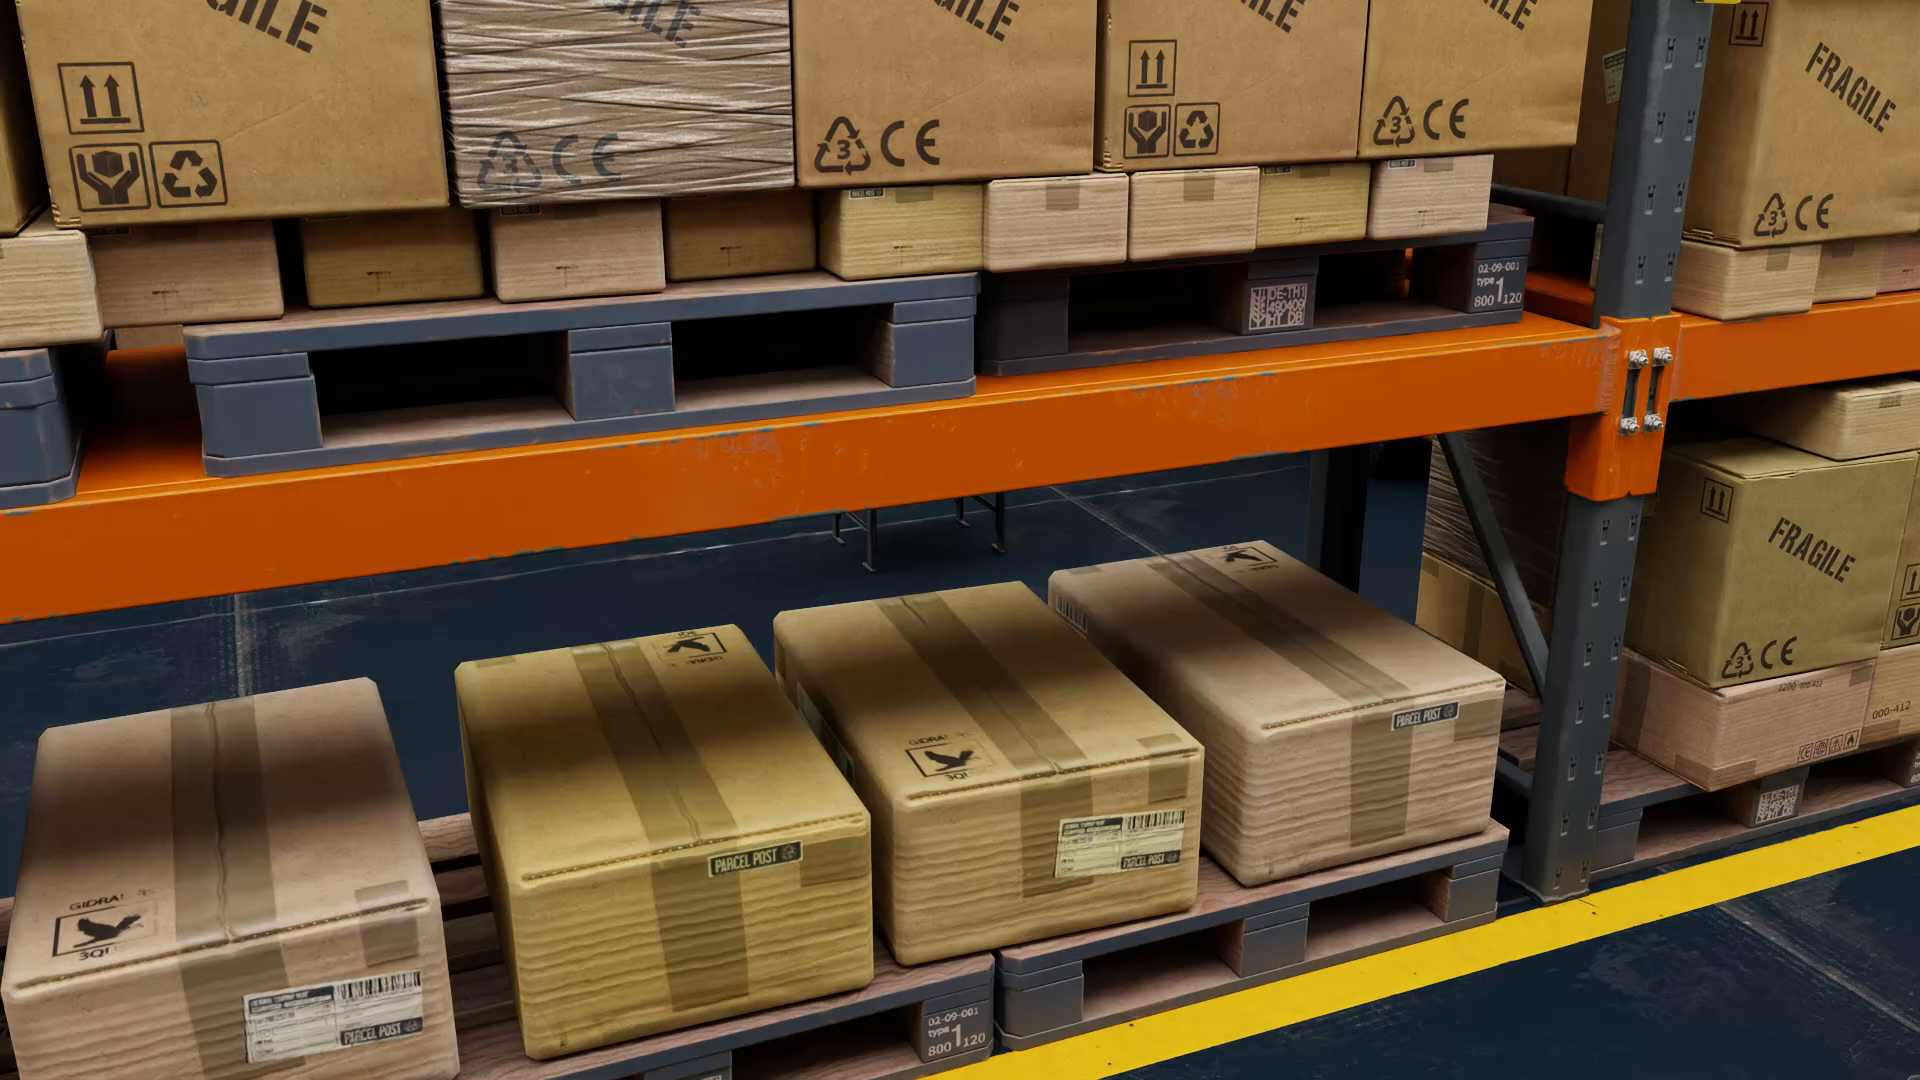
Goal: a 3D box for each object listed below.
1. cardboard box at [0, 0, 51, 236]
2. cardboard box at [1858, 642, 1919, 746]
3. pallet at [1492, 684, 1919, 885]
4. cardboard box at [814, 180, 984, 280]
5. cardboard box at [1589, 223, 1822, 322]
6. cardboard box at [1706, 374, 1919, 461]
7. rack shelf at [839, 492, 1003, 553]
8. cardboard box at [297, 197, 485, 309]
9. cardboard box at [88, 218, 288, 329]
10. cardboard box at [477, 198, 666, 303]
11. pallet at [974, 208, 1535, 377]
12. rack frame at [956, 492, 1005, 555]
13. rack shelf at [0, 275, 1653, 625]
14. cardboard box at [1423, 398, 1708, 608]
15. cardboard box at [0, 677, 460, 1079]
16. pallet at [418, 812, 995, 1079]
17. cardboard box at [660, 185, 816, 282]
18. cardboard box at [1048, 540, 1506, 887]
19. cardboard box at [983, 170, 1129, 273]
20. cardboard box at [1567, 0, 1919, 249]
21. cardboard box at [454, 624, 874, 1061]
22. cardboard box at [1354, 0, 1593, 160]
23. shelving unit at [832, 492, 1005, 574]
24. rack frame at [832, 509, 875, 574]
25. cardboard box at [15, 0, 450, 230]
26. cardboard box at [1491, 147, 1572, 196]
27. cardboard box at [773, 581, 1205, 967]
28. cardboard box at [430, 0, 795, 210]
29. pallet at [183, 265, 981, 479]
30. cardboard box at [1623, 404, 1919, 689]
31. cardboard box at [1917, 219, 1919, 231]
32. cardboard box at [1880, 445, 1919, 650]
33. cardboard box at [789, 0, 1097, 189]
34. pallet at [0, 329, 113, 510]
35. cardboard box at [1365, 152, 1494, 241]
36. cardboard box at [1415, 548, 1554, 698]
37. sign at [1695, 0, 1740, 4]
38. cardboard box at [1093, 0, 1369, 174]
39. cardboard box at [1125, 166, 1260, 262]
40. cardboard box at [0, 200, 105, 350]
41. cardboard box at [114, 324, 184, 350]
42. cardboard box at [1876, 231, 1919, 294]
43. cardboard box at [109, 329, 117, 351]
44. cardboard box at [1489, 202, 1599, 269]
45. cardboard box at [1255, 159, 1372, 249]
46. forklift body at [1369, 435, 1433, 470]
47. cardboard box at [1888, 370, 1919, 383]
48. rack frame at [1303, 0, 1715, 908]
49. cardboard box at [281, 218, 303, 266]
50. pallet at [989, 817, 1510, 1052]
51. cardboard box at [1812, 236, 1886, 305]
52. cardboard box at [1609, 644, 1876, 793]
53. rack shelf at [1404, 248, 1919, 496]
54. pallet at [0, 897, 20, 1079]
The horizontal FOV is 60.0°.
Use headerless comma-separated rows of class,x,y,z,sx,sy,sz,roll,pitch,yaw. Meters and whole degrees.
cardboard box,-1.532,-0.676,2.195,0.500,0.500,0.500,-7,21,-19
cardboard box,2.295,0.272,4.240,0.500,0.250,0.500,-7,21,-19
pallet,1.763,0.459,4.402,1.213,0.211,1.003,-8,21,-22
cardboard box,-0.145,-0.555,2.829,0.250,0.149,0.380,-8,21,-22
cardboard box,1.577,-0.583,3.539,0.250,0.149,0.380,-8,21,-22
cardboard box,1.948,-0.312,3.793,0.250,0.149,0.380,-8,21,-21
rack shelf,-0.152,-0.295,5.848,0.480,0.518,0.431,-8,21,-22
cardboard box,-0.903,-0.480,2.616,0.250,0.149,0.380,-7,21,-20
cardboard box,-1.147,-0.431,2.476,0.250,0.149,0.380,-7,21,-19
cardboard box,-0.637,-0.495,2.657,0.250,0.149,0.380,-7,21,-20
pallet,0.401,-0.611,3.529,1.213,0.211,1.003,-8,21,-22
rack frame,0.072,-1.001,5.703,0.015,2.100,0.400,-8,21,-22
rack shelf,-0.676,-0.155,3.029,4.000,0.370,1.077,-8,21,-22
cardboard box,1.598,-0.172,4.373,0.500,0.500,0.500,-8,21,-23
cardboard box,-1.315,0.639,3.014,0.625,0.372,0.950,-9,21,-23
pallet,-0.676,0.822,3.369,1.213,0.211,1.003,-8,21,-22
cardboard box,-0.428,-0.552,2.820,0.250,0.149,0.380,-9,21,-24
cardboard box,0.680,0.354,3.826,0.625,0.372,0.950,-8,21,-21
cardboard box,0.093,-0.577,2.889,0.250,0.149,0.380,-8,21,-21
cardboard box,1.675,-0.918,3.514,0.500,0.500,0.500,-8,21,-22
cardboard box,-0.617,0.541,3.293,0.625,0.372,0.950,-7,21,-20
cardboard box,0.827,-1.012,3.150,0.500,0.500,0.500,-9,21,-23
shelving unit,-0.152,-0.969,5.611,0.503,2.100,0.431,-8,21,-22
rack frame,-0.376,-0.937,5.520,0.015,2.100,0.400,-8,21,-22
cardboard box,-1.047,-0.748,2.400,0.500,0.500,0.500,-8,21,-21
cardboard box,1.470,-1.079,3.972,0.500,0.500,0.500,-9,21,-23
cardboard box,0.021,0.449,3.554,0.625,0.372,0.950,-7,21,-19
cardboard box,-0.584,-0.812,2.580,0.500,0.500,0.500,-9,21,-24
pallet,-0.711,-0.414,2.969,1.213,0.211,1.003,-8,21,-22
cardboard box,1.809,-0.008,3.906,0.500,0.500,0.500,-7,21,-19
cardboard box,2.127,-0.991,3.722,0.500,0.500,0.500,-8,21,-22
cardboard box,2.296,-0.082,4.116,0.500,0.500,0.500,-7,21,-20
cardboard box,-0.104,-0.881,2.776,0.500,0.500,0.500,-7,21,-20
pallet,-1.900,-0.267,2.553,1.003,0.211,1.213,-8,21,-22
cardboard box,0.798,-0.685,3.198,0.250,0.149,0.380,-8,21,-21
cardboard box,1.597,0.182,4.498,0.500,0.250,0.500,-7,21,-19
sign,1.384,-1.135,2.985,0.005,0.325,0.100,-8,21,-22
cardboard box,0.373,-0.947,2.964,0.500,0.500,0.500,-8,21,-22
cardboard box,0.326,-0.611,2.987,0.250,0.149,0.380,-9,21,-23
cardboard box,-1.337,-0.376,2.319,0.250,0.149,0.380,-8,21,-22
cardboard box,-3.307,-0.989,7.257,0.625,0.625,0.875,-7,21,-20
cardboard box,2.020,-0.676,3.804,0.250,0.149,0.380,-8,21,-22
cardboard box,-3.904,-0.900,7.006,0.625,0.625,0.875,-7,21,-20
cardboard box,1.335,-0.774,4.083,0.250,0.149,0.380,-8,21,-22
cardboard box,0.548,-0.656,3.114,0.250,0.149,0.380,-9,21,-24
forklift body,1.845,-1.591,7.302,1.214,2.155,2.313,-8,21,-22
cardboard box,2.419,-0.380,3.987,0.250,0.149,0.380,-7,21,-20
rack frame,1.161,-0.758,3.657,0.127,3.000,1.000,-8,21,-22
cardboard box,-1.111,-0.596,2.943,0.250,0.149,0.380,-8,21,-22
pallet,0.446,0.661,3.828,1.213,0.211,1.003,-8,21,-22
cardboard box,1.788,-0.632,3.678,0.250,0.149,0.380,-8,21,-20
cardboard box,1.809,0.346,4.031,0.500,0.250,0.500,-9,21,-24
rack shelf,2.997,-0.681,4.524,4.000,0.370,1.077,-8,21,-22
pallet,-1.794,0.982,2.916,1.213,0.211,1.003,-8,21,-22
